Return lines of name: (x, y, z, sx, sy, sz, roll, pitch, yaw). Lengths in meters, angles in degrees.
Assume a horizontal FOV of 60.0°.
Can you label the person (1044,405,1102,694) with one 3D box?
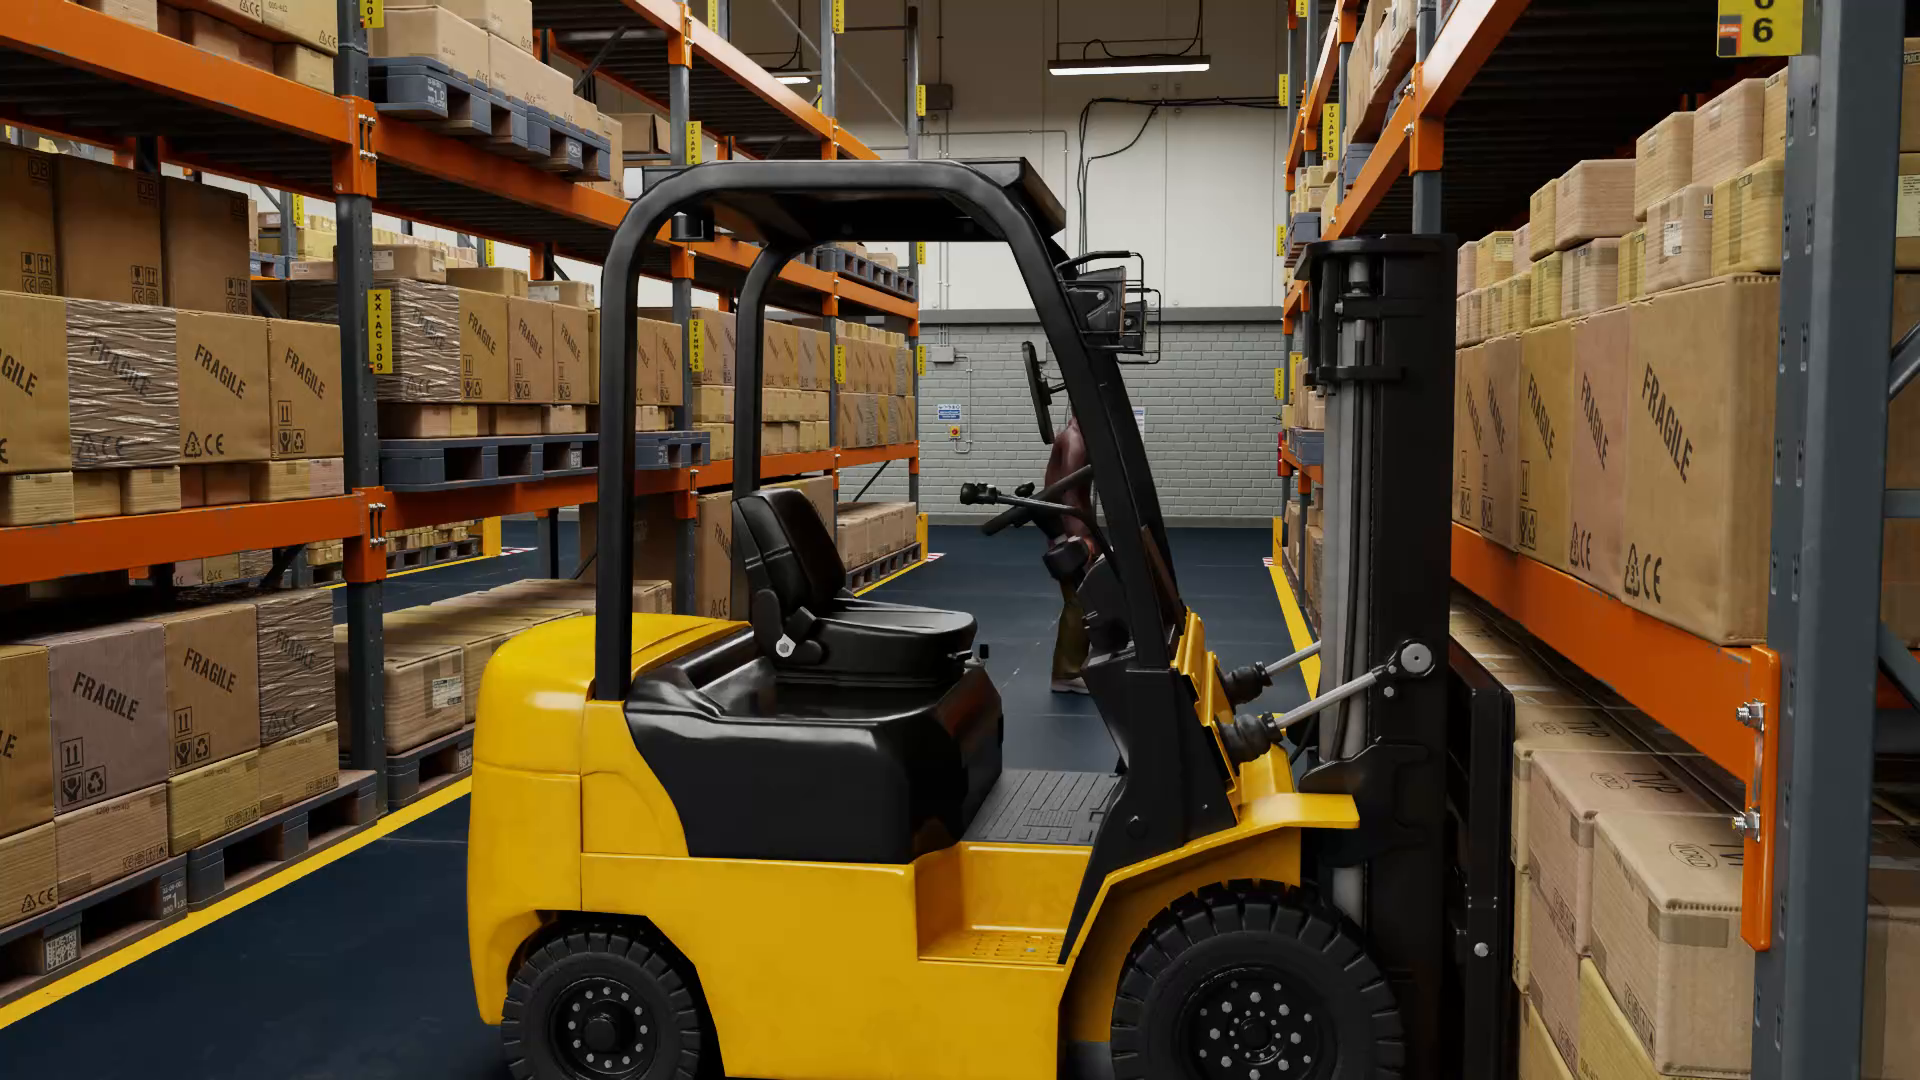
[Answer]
person: (0.696, -0.015, 9.773, 0.416, 1.774, 0.654, 1, 4, 7)
